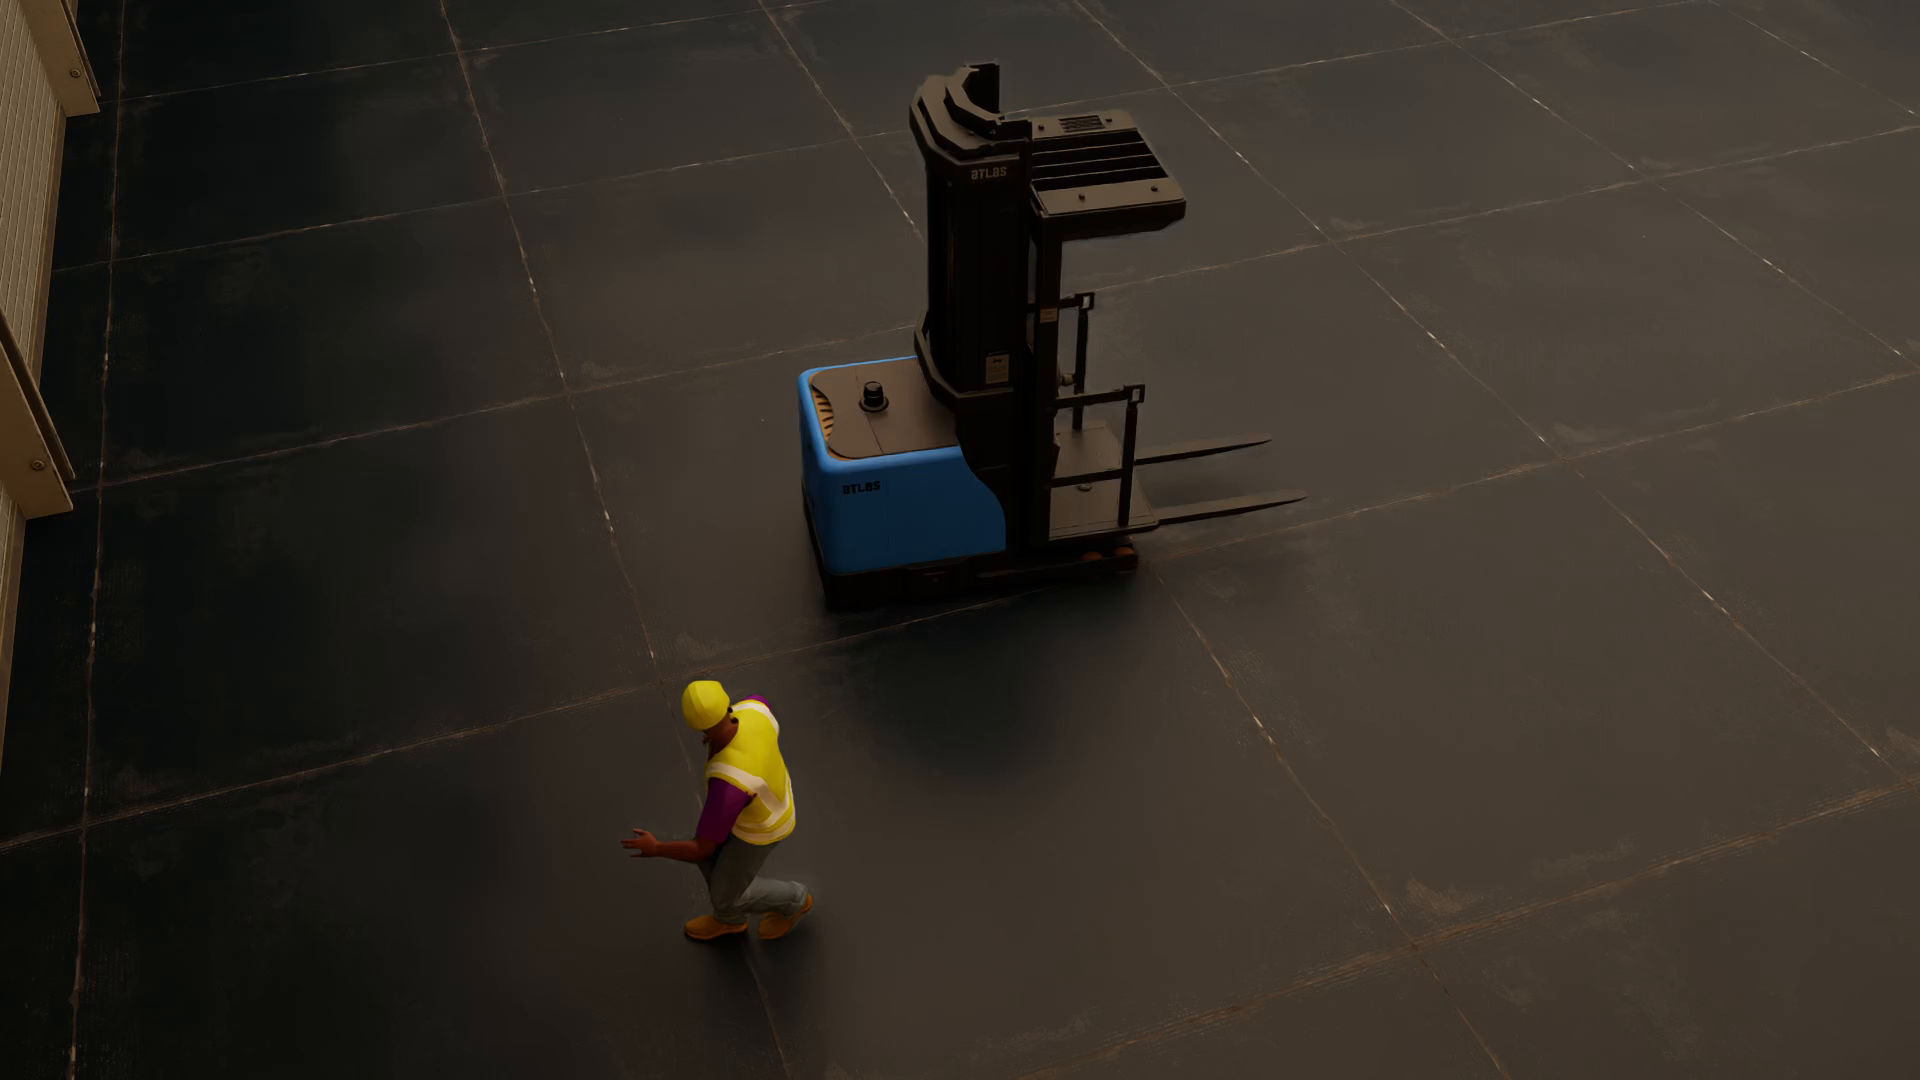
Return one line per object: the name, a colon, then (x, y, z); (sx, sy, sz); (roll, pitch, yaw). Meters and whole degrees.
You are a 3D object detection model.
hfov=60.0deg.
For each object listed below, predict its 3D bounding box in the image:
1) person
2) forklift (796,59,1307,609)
person: (-1.122, 1.216, 7.549); (0.817, 1.638, 0.910); (-6, 40, -7)
forklift: (0.594, -1.213, 9.441); (3.031, 2.935, 1.130); (-8, 41, -10)
